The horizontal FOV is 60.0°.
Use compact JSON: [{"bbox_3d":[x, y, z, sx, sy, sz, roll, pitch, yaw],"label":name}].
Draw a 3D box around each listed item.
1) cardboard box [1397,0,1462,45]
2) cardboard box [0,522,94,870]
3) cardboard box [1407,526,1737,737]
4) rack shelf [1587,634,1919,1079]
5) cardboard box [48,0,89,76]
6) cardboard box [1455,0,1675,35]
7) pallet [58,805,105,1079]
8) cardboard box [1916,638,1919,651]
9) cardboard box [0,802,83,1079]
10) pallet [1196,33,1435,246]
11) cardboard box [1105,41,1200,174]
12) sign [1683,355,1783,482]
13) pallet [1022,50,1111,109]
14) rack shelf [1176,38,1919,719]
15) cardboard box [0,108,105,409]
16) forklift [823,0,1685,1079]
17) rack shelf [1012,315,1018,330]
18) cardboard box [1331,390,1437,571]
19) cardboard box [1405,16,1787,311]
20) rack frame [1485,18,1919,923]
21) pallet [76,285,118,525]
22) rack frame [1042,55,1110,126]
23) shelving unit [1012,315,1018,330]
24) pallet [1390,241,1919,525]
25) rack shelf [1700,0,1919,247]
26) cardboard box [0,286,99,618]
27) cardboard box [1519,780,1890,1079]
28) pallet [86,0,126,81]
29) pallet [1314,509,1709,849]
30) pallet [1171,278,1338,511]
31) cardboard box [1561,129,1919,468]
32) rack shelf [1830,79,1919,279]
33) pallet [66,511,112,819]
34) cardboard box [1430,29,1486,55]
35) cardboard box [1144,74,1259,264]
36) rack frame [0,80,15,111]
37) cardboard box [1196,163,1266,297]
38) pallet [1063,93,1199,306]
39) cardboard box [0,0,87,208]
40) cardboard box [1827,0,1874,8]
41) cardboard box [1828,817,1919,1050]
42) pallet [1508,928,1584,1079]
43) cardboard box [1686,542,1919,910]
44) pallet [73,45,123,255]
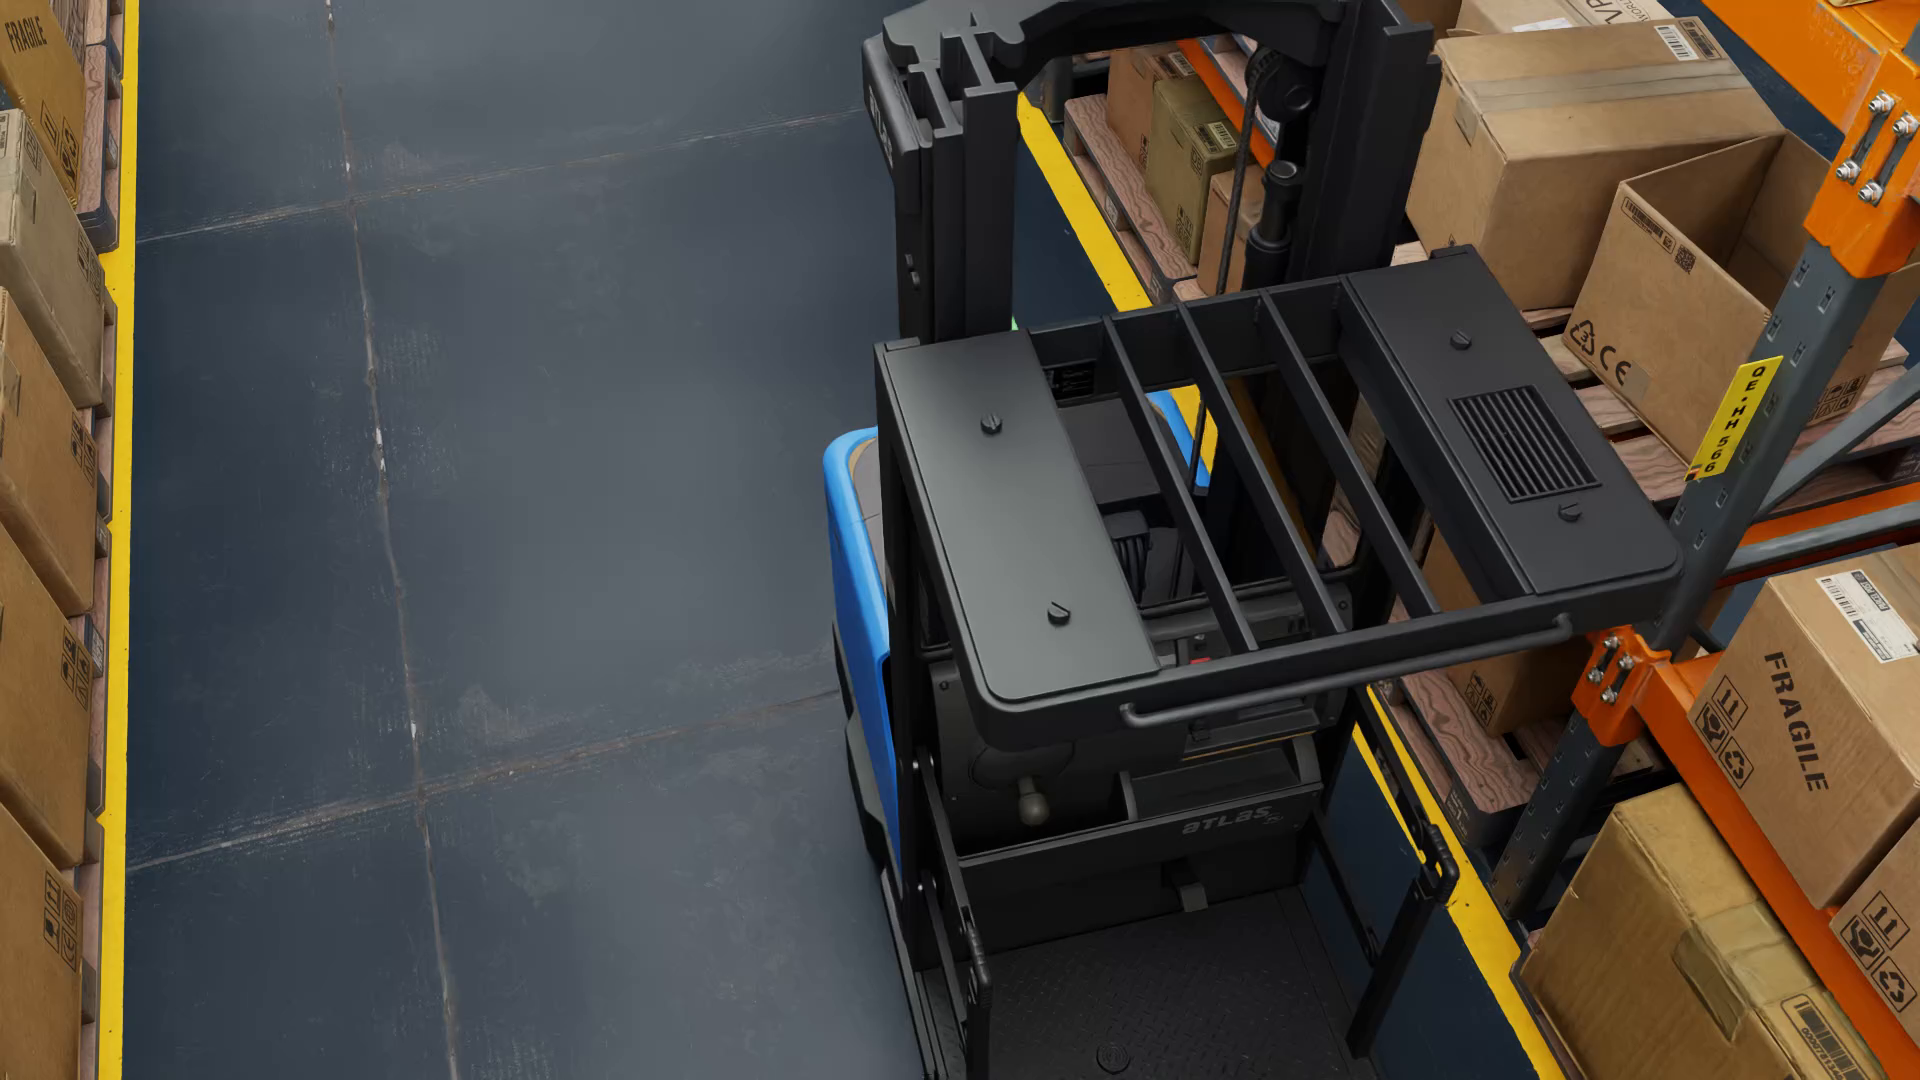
[{"bbox_3d":[1.459,-1.862,5.016,0.797,0.503,0.637,-9,50,-7],"label":"cardboard box"},{"bbox_3d":[-3.083,0.517,4.549,1.050,0.750,0.750,-13,51,-10],"label":"cardboard box"},{"bbox_3d":[1.824,0.162,4.999,0.700,0.500,0.500,-16,52,-13],"label":"cardboard box"},{"bbox_3d":[2.632,1.675,2.846,1.077,0.370,4.000,-13,51,-11],"label":"rack shelf"},{"bbox_3d":[-4.299,-2.474,6.989,0.875,0.875,0.875,-13,51,-11],"label":"cardboard box"},{"bbox_3d":[1.765,-1.380,4.775,0.500,0.250,0.500,-15,51,-12],"label":"cardboard box"},{"bbox_3d":[-2.888,1.336,4.485,1.003,0.211,1.213,-13,51,-11],"label":"pallet"},{"bbox_3d":[2.242,0.165,2.928,0.797,0.503,0.637,-12,51,-10],"label":"cardboard box"},{"bbox_3d":[-2.821,1.155,4.011,1.050,0.750,0.750,-14,51,-11],"label":"cardboard box"},{"bbox_3d":[1.416,-1.392,5.087,1.003,0.211,1.213,-13,51,-11],"label":"pallet"},{"bbox_3d":[1.019,-1.822,6.671,0.700,0.500,0.500,-17,52,-14],"label":"cardboard box"},{"bbox_3d":[1.525,-0.235,3.281,0.100,0.325,0.005,-13,51,-11],"label":"sign"},{"bbox_3d":[0.626,-2.522,7.738,1.003,0.211,1.213,-13,51,-11],"label":"pallet"},{"bbox_3d":[1.449,-1.246,5.309,1.077,0.370,4.000,-13,51,-11],"label":"rack shelf"},{"bbox_3d":[-3.641,-0.868,5.717,1.050,0.750,0.750,-14,51,-11],"label":"cardboard box"},{"bbox_3d":[0.454,0.464,3.442,1.130,2.935,3.031,-11,51,-9],"label":"forklift"},{"bbox_3d":[0.047,-0.572,4.903,0.258,0.148,0.480,-11,51,-9],"label":"rack shelf"},{"bbox_3d":[1.647,-0.240,5.338,0.700,0.500,0.500,-17,52,-14],"label":"cardboard box"},{"bbox_3d":[1.582,-0.955,4.253,0.700,0.500,0.500,-7,50,-6],"label":"cardboard box"},{"bbox_3d":[2.041,-0.017,3.803,1.000,3.000,0.127,-13,51,-11],"label":"rack frame"},{"bbox_3d":[-3.610,-0.446,5.988,1.003,0.211,1.213,-13,51,-11],"label":"pallet"},{"bbox_3d":[0.858,-2.939,6.266,1.000,3.000,0.127,-13,51,-11],"label":"rack frame"},{"bbox_3d":[0.047,-0.303,5.221,0.258,1.200,0.503,-11,51,-9],"label":"shelving unit"},{"bbox_3d":[1.728,-0.452,4.294,1.213,0.211,1.003,-13,51,-11],"label":"pallet"},{"bbox_3d":[1.449,-2.213,4.162,1.077,0.370,4.000,-13,51,-11],"label":"rack shelf"},{"bbox_3d":[-3.359,-0.163,5.122,1.050,0.750,0.750,-13,51,-11],"label":"cardboard box"},{"bbox_3d":[2.225,1.041,4.026,1.225,0.875,0.875,-15,52,-13],"label":"cardboard box"},{"bbox_3d":[-4.425,-2.458,7.684,1.003,0.211,1.213,-13,51,-11],"label":"pallet"},{"bbox_3d":[1.811,0.310,5.350,1.003,0.211,1.213,-13,51,-11],"label":"pallet"},{"bbox_3d":[1.454,-0.579,6.100,1.003,0.211,1.213,-13,51,-11],"label":"pallet"},{"bbox_3d":[1.843,-0.570,3.929,0.500,0.500,0.500,-19,52,-15],"label":"cardboard box"},{"bbox_3d":[2.632,0.709,1.699,1.077,0.370,4.000,-13,51,-11],"label":"rack shelf"},{"bbox_3d":[-3.245,0.447,5.235,1.003,0.211,1.213,-13,51,-11],"label":"pallet"},{"bbox_3d":[1.290,-1.266,4.669,0.396,0.266,0.258,-15,51,-12],"label":"cardboard box"},{"bbox_3d":[1.142,-1.469,6.374,0.700,0.500,0.500,-14,51,-11],"label":"cardboard box"},{"bbox_3d":[-3.910,-1.891,5.382,1.000,3.000,0.127,-13,51,-11],"label":"rack frame"},{"bbox_3d":[1.308,-1.060,6.029,0.700,0.500,0.500,-17,52,-14],"label":"cardboard box"},{"bbox_3d":[1.090,-1.472,6.853,1.003,0.211,1.213,-13,51,-11],"label":"pallet"},{"bbox_3d":[-4.029,-1.817,6.435,0.875,0.875,0.875,-13,51,-10],"label":"cardboard box"},{"bbox_3d":[1.666,-1.228,2.959,0.500,0.250,0.500,-13,51,-11],"label":"cardboard box"},{"bbox_3d":[2.079,0.743,3.096,0.500,0.500,0.500,-15,51,-12],"label":"cardboard box"},{"bbox_3d":[2.202,1.474,4.369,1.003,0.211,1.213,-13,51,-11],"label":"pallet"},{"bbox_3d":[1.925,0.367,3.413,0.500,0.500,0.500,-12,51,-10],"label":"cardboard box"},{"bbox_3d":[-4.060,-1.565,6.932,1.003,0.211,1.213,-13,51,-11],"label":"pallet"}]
